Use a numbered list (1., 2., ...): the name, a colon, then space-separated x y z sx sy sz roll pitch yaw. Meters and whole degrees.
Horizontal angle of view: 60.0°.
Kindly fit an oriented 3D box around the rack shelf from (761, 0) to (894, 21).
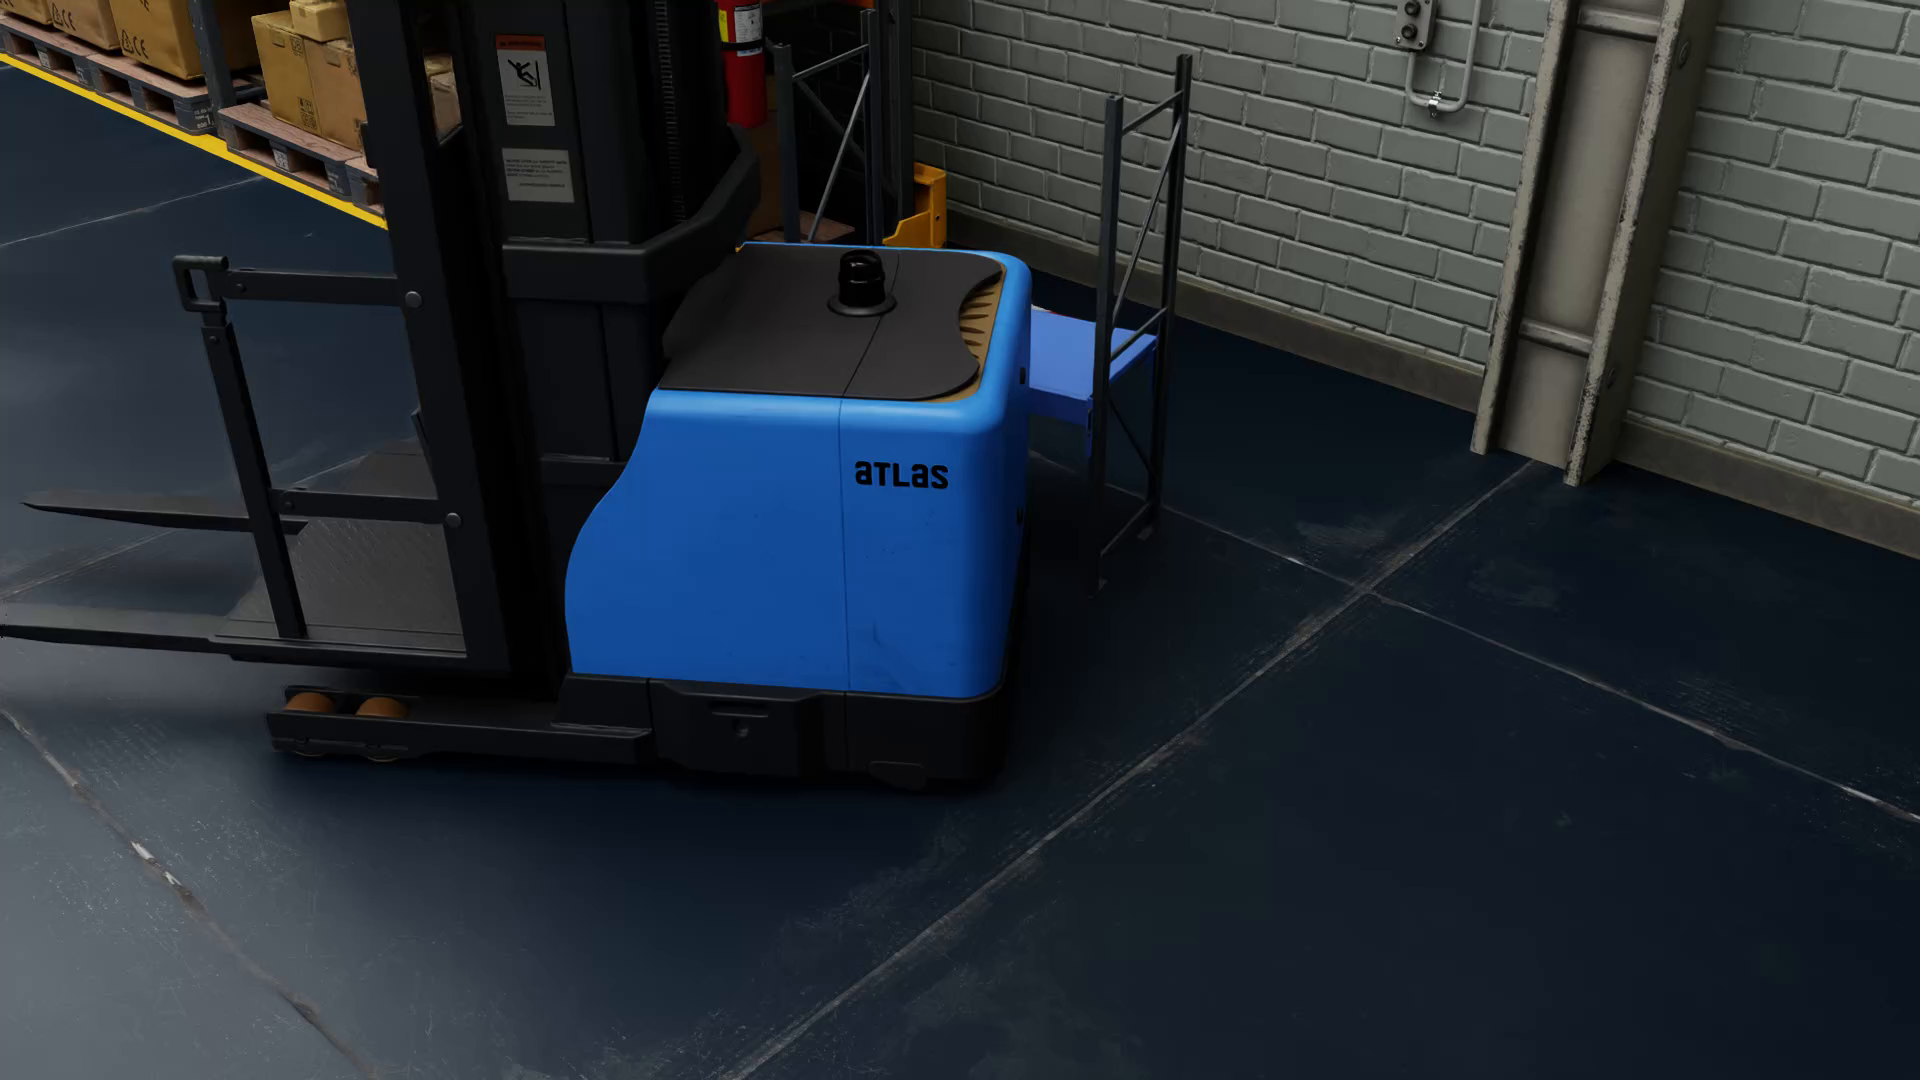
1. rack shelf: -2.048 -2.575 7.316 4.000 0.370 1.077 25 39 35

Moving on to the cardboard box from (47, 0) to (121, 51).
1. cardboard box: -4.762 -3.316 9.527 0.750 0.750 0.750 26 40 36

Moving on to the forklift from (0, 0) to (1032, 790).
1. forklift: -1.348 -0.949 3.984 3.031 2.935 1.130 3 31 5

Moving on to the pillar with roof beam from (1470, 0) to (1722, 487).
1. pillar with roof beam: -0.872 -2.511 0.696 0.400 9.000 9.100 25 39 35

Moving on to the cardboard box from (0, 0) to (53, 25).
1. cardboard box: -5.395 -3.608 10.012 0.750 0.750 0.750 25 39 35

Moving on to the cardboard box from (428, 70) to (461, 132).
1. cardboard box: -1.896 -1.851 7.433 0.500 0.500 0.700 24 38 34

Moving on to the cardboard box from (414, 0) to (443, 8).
1. cardboard box: -2.432 -2.518 7.911 0.250 0.149 0.380 24 38 34

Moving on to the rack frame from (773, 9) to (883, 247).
1. rack frame: -0.384 -0.835 5.183 0.032 1.500 0.500 16 35 25

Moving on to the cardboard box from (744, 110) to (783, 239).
1. cardboard box: -1.152 -1.504 6.856 0.500 0.500 0.700 25 39 35

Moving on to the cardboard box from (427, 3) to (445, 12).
1. cardboard box: -2.245 -2.430 7.766 0.250 0.149 0.380 25 39 36

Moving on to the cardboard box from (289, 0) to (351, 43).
1. cardboard box: -2.914 -2.476 7.842 0.250 0.149 0.380 27 40 37

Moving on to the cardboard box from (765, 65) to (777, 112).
1. cardboard box: -0.925 -1.815 6.744 0.250 0.149 0.380 25 39 35

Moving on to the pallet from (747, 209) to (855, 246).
1. pallet: -1.211 -1.243 7.110 1.213 0.211 1.003 25 39 35

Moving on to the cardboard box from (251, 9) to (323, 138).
1. cardboard box: -3.046 -2.386 8.322 0.500 0.500 0.700 26 39 36

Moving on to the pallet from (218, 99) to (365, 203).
1. pallet: -3.020 -2.087 8.513 1.213 0.211 1.003 25 39 35

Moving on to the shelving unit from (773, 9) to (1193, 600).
1. shelving unit: 0.059 -0.707 4.970 1.048 1.500 0.538 16 35 25

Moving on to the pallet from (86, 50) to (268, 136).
1. pallet: -4.154 -2.619 9.395 1.213 0.211 1.003 25 39 35

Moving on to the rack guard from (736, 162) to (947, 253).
1. rack guard: -0.548 -1.112 6.612 0.348 0.500 1.175 25 39 35

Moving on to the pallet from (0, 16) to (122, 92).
1. pallet: -5.063 -3.041 10.097 1.213 0.211 1.003 25 39 35

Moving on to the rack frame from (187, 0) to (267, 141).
1. rack frame: -3.531 -3.575 8.281 0.127 3.000 1.000 25 39 35

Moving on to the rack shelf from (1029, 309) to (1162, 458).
1. rack shelf: 0.059 -0.553 5.063 1.000 0.185 0.538 16 35 25

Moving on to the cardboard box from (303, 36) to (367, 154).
1. cardboard box: -2.675 -2.211 8.031 0.500 0.500 0.700 25 39 35

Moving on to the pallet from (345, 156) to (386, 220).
1. pallet: -2.111 -1.665 7.812 1.213 0.211 1.003 25 39 35

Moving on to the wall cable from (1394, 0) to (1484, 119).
1. wall cable: 1.019 -2.545 5.584 1.851 1.984 0.084 25 39 35

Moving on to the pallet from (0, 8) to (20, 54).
1. pallet: -5.963 -3.463 10.798 1.213 0.211 1.003 25 39 35

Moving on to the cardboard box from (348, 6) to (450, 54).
1. cardboard box: -2.527 -2.295 7.542 0.250 0.149 0.380 24 38 34

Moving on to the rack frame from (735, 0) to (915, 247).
1. rack frame: -0.566 -2.191 5.981 0.127 3.000 1.000 25 39 35

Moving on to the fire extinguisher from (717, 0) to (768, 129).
1. fire extinguisher: -0.763 -1.769 5.717 0.183 0.674 0.296 25 39 35

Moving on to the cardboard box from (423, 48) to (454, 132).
1. cardboard box: -2.296 -2.033 7.734 0.500 0.500 0.700 26 40 36

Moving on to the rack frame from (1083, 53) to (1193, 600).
1. rack frame: 0.502 -0.579 4.757 0.032 1.500 0.500 16 35 25

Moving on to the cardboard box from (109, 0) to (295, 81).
1. cardboard box: -4.100 -3.009 9.018 0.750 0.750 0.750 26 39 36
